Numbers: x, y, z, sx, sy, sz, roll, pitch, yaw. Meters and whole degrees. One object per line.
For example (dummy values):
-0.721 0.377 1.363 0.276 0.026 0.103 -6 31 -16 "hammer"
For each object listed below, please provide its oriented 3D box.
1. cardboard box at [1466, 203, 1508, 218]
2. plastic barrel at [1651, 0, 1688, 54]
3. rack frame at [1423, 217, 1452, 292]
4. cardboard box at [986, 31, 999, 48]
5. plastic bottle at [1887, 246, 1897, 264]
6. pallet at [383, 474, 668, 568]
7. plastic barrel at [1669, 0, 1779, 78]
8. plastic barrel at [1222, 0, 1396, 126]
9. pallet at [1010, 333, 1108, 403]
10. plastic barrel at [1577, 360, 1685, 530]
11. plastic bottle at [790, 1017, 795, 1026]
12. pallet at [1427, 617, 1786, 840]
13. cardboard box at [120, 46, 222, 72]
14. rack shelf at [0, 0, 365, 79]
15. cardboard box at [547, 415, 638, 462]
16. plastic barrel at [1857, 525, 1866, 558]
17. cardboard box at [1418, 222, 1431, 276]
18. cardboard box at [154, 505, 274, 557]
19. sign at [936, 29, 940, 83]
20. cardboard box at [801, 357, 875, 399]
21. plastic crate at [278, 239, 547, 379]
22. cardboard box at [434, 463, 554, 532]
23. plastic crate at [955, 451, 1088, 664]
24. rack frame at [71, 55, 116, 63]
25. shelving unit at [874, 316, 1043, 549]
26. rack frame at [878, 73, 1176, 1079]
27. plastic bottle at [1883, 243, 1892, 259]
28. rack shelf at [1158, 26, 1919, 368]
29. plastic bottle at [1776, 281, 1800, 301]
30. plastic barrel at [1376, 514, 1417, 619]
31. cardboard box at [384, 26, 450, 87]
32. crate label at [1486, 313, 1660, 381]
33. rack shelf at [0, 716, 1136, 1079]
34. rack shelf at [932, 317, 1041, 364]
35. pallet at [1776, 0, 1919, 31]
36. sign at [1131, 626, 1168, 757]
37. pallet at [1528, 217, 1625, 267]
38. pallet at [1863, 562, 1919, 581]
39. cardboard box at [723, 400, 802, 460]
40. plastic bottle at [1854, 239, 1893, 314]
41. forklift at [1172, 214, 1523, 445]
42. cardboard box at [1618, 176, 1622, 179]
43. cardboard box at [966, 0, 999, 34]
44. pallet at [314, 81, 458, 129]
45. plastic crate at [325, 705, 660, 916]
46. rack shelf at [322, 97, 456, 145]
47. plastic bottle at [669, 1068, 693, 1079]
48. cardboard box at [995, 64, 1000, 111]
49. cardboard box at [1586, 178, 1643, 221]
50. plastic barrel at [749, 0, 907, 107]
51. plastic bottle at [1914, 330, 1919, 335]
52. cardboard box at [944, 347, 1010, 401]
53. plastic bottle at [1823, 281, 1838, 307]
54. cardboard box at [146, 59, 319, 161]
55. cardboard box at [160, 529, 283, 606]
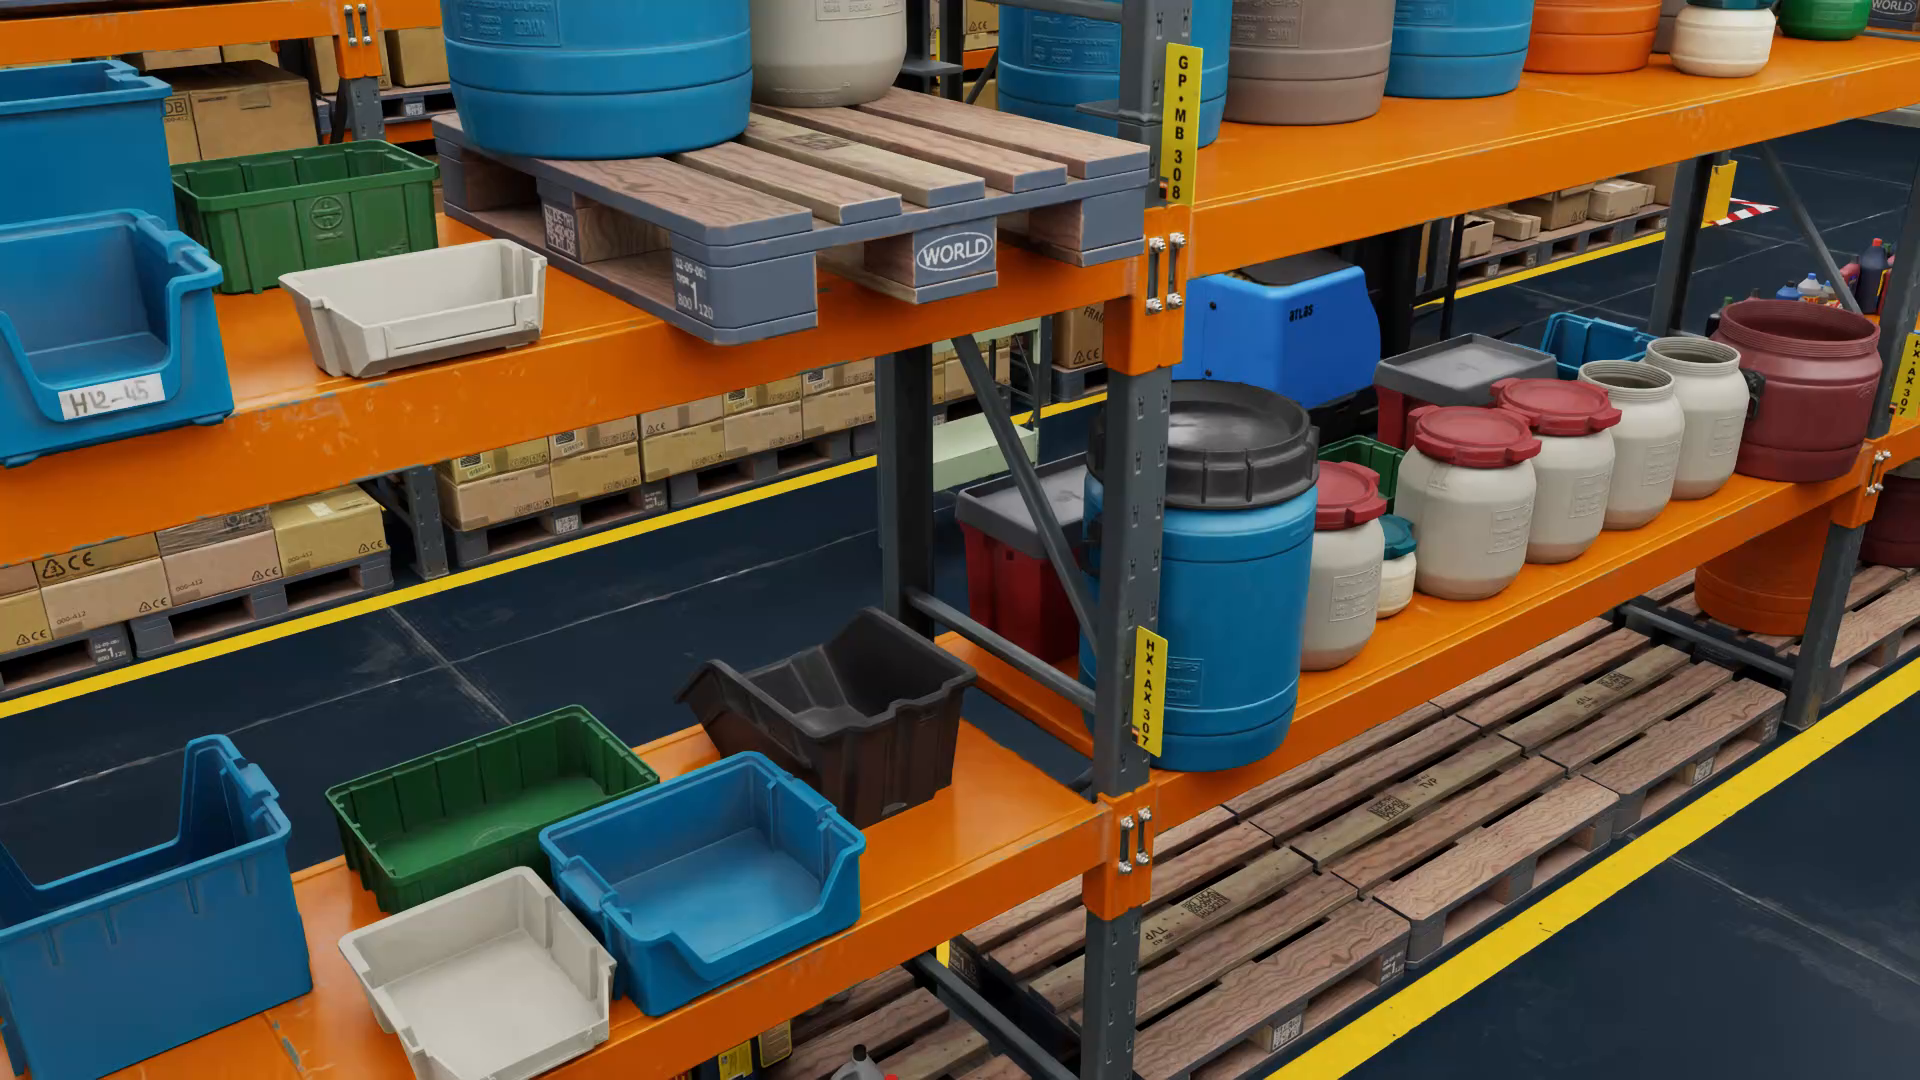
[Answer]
4.236 -2.825 13.946 0.500 0.311 0.500 -18 31 -34 "cardboard box"
2.498 -2.174 5.713 0.600 0.901 0.600 0 25 0 "plastic barrel"
3.373 -3.409 12.531 0.127 3.000 1.000 -18 31 -34 "rack frame"
0.222 -4.762 15.722 0.250 0.149 0.380 -18 30 -34 "cardboard box"
4.521 -1.281 8.085 0.133 0.283 0.061 -18 31 -34 "plastic bottle"
-2.367 -0.270 9.081 1.213 0.211 1.003 -18 31 -34 "pallet"
2.422 -1.618 5.274 0.301 0.262 0.301 0 25 0 "plastic barrel"
0.912 -1.650 4.584 0.600 0.901 0.600 0 25 0 "plastic barrel"
0.836 -1.286 11.270 1.213 0.211 1.003 -18 31 -34 "pallet"
2.269 -0.331 5.767 0.421 0.512 0.421 0 25 0 "plastic barrel"
-0.550 1.372 5.033 0.097 0.201 0.097 0 25 0 "plastic bottle"
2.645 0.726 6.936 1.213 0.211 1.003 -18 31 -34 "pallet"
-5.561 -3.336 11.734 0.500 0.500 0.700 -18 30 -34 "cardboard box"
-4.496 -1.845 6.454 4.000 0.370 1.077 -18 31 -34 "rack shelf"
-2.047 -0.681 8.756 0.500 0.311 0.500 -19 31 -35 "cardboard box"
4.042 -0.099 7.856 0.421 0.512 0.421 0 25 0 "plastic barrel"
3.161 -2.251 12.484 0.500 0.500 0.500 -18 31 -34 "cardboard box"
-3.553 -0.295 7.699 0.500 0.500 0.500 -18 31 -34 "cardboard box"
-0.117 -3.036 10.447 0.005 0.325 0.100 -18 31 -34 "sign"
-0.839 -1.082 9.620 0.500 0.311 0.500 -18 31 -34 "cardboard box"
-0.883 -0.379 2.753 0.396 0.136 0.243 -18 31 -34 "plastic crate"
-2.452 -0.296 8.593 0.500 0.250 0.500 -19 31 -35 "cardboard box"
0.323 0.055 4.992 0.583 0.464 0.402 -18 31 -34 "plastic crate"
-5.982 -2.970 11.587 0.127 3.000 1.000 -18 31 -34 "rack frame"
-0.005 -0.679 8.431 0.755 1.500 0.431 -18 31 -34 "shelving unit"
0.131 0.311 4.516 0.127 3.000 1.000 -18 31 -34 "rack frame"
4.484 -1.301 8.128 0.133 0.283 0.061 -18 31 -34 "plastic bottle"
1.705 -1.242 5.155 4.000 0.370 1.077 -18 31 -34 "rack shelf"
3.771 -1.050 7.602 0.097 0.271 0.097 0 25 0 "plastic bottle"
1.267 0.081 5.176 0.301 0.262 0.301 0 25 0 "plastic barrel"
-4.165 -3.798 12.729 0.500 0.500 0.700 -18 31 -34 "cardboard box"
2.330 -0.575 6.384 0.616 0.435 0.502 -18 31 -34 "crate label"
-1.443 1.157 3.548 4.000 0.370 1.077 -18 31 -34 "rack shelf"
-0.005 -1.033 8.266 0.720 0.370 0.431 -18 31 -34 "rack shelf"
3.941 -2.169 6.521 1.213 0.211 1.003 -18 31 -34 "pallet"
0.462 0.371 4.059 0.005 0.325 0.100 -18 31 -34 "sign"
4.874 -2.640 14.189 1.213 0.211 1.003 -18 31 -34 "pallet"
4.833 0.003 8.492 1.213 0.211 1.003 -18 31 -34 "pallet"
-1.243 -0.696 9.454 0.500 0.250 0.500 -18 30 -33 "cardboard box"
4.384 -1.276 7.995 0.185 0.351 0.144 -18 31 -34 "plastic bottle"
2.522 -2.288 10.198 3.031 2.935 1.130 -21 32 -37 "forklift"
5.782 -3.302 15.145 0.250 0.166 0.380 -18 31 -34 "cardboard box"
0.105 -5.035 15.539 0.500 0.500 0.500 -19 31 -35 "cardboard box"
-4.367 -3.395 12.729 1.213 0.211 1.003 -18 31 -34 "pallet"
-1.111 0.667 4.002 0.662 0.188 0.450 -18 31 -34 "plastic crate"
-4.408 -3.164 12.858 4.000 0.370 1.077 -18 31 -34 "rack shelf"
-0.800 1.499 4.675 0.097 0.271 0.097 0 25 0 "plastic bottle"
0.651 -2.806 10.616 0.700 0.500 0.500 15 29 29 "cardboard box"
5.478 -2.940 14.266 0.500 0.250 0.500 -18 31 -34 "cardboard box"
-0.329 -1.244 3.672 0.421 0.512 0.421 0 25 0 "plastic barrel"
4.091 -0.799 7.145 0.097 0.201 0.097 0 25 0 "plastic bottle"
-0.038 -1.095 10.314 0.500 0.250 0.500 -17 30 -33 "cardboard box"
4.077 -1.120 7.835 0.097 0.201 0.097 0 25 0 "plastic bottle"
-3.268 -1.847 7.506 0.500 0.500 0.700 -18 30 -34 "cardboard box"
-3.552 0.046 7.856 0.500 0.250 0.500 -18 31 -34 "cardboard box"
